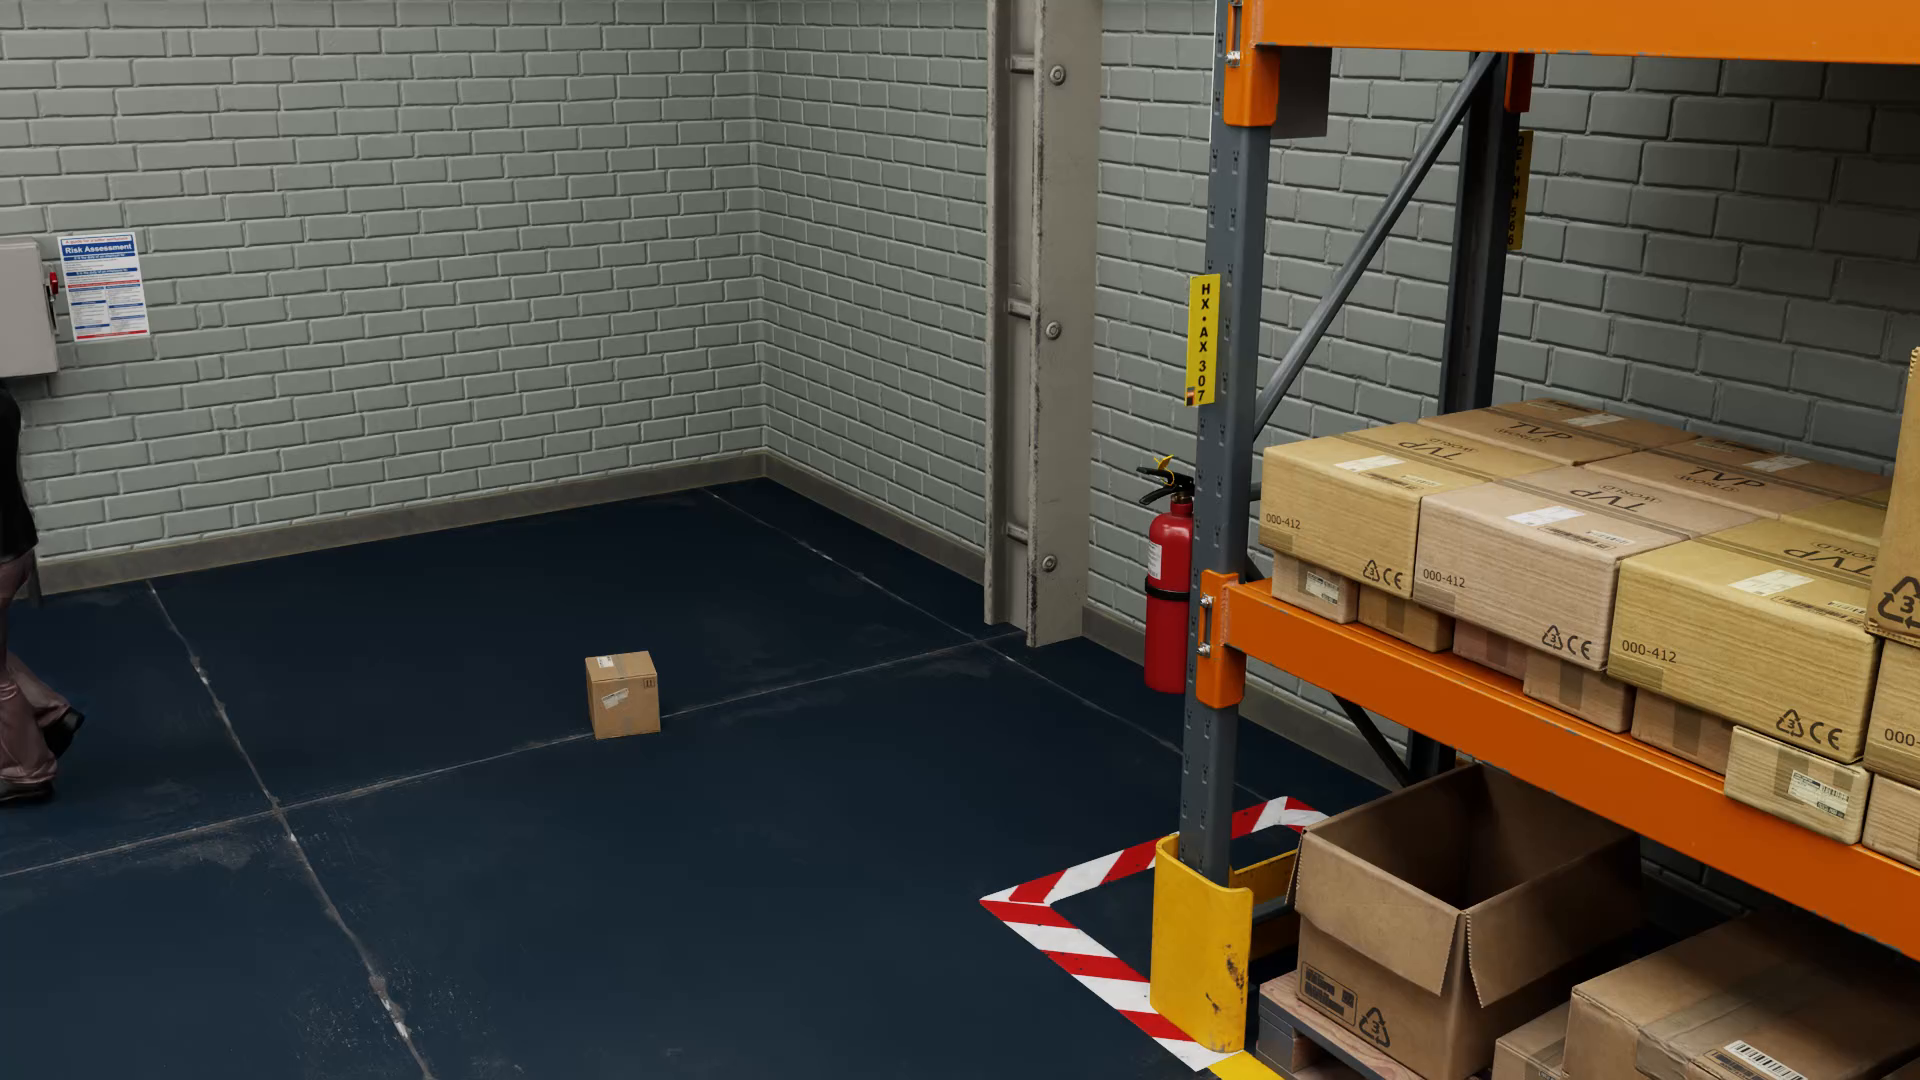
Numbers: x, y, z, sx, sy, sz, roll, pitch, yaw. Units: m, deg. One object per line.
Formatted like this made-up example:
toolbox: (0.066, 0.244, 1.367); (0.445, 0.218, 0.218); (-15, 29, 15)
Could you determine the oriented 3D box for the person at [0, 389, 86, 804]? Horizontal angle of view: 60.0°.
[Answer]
person: (-3.408, 0.093, 5.737); (0.470, 1.711, 0.553); (-3, 18, -11)
